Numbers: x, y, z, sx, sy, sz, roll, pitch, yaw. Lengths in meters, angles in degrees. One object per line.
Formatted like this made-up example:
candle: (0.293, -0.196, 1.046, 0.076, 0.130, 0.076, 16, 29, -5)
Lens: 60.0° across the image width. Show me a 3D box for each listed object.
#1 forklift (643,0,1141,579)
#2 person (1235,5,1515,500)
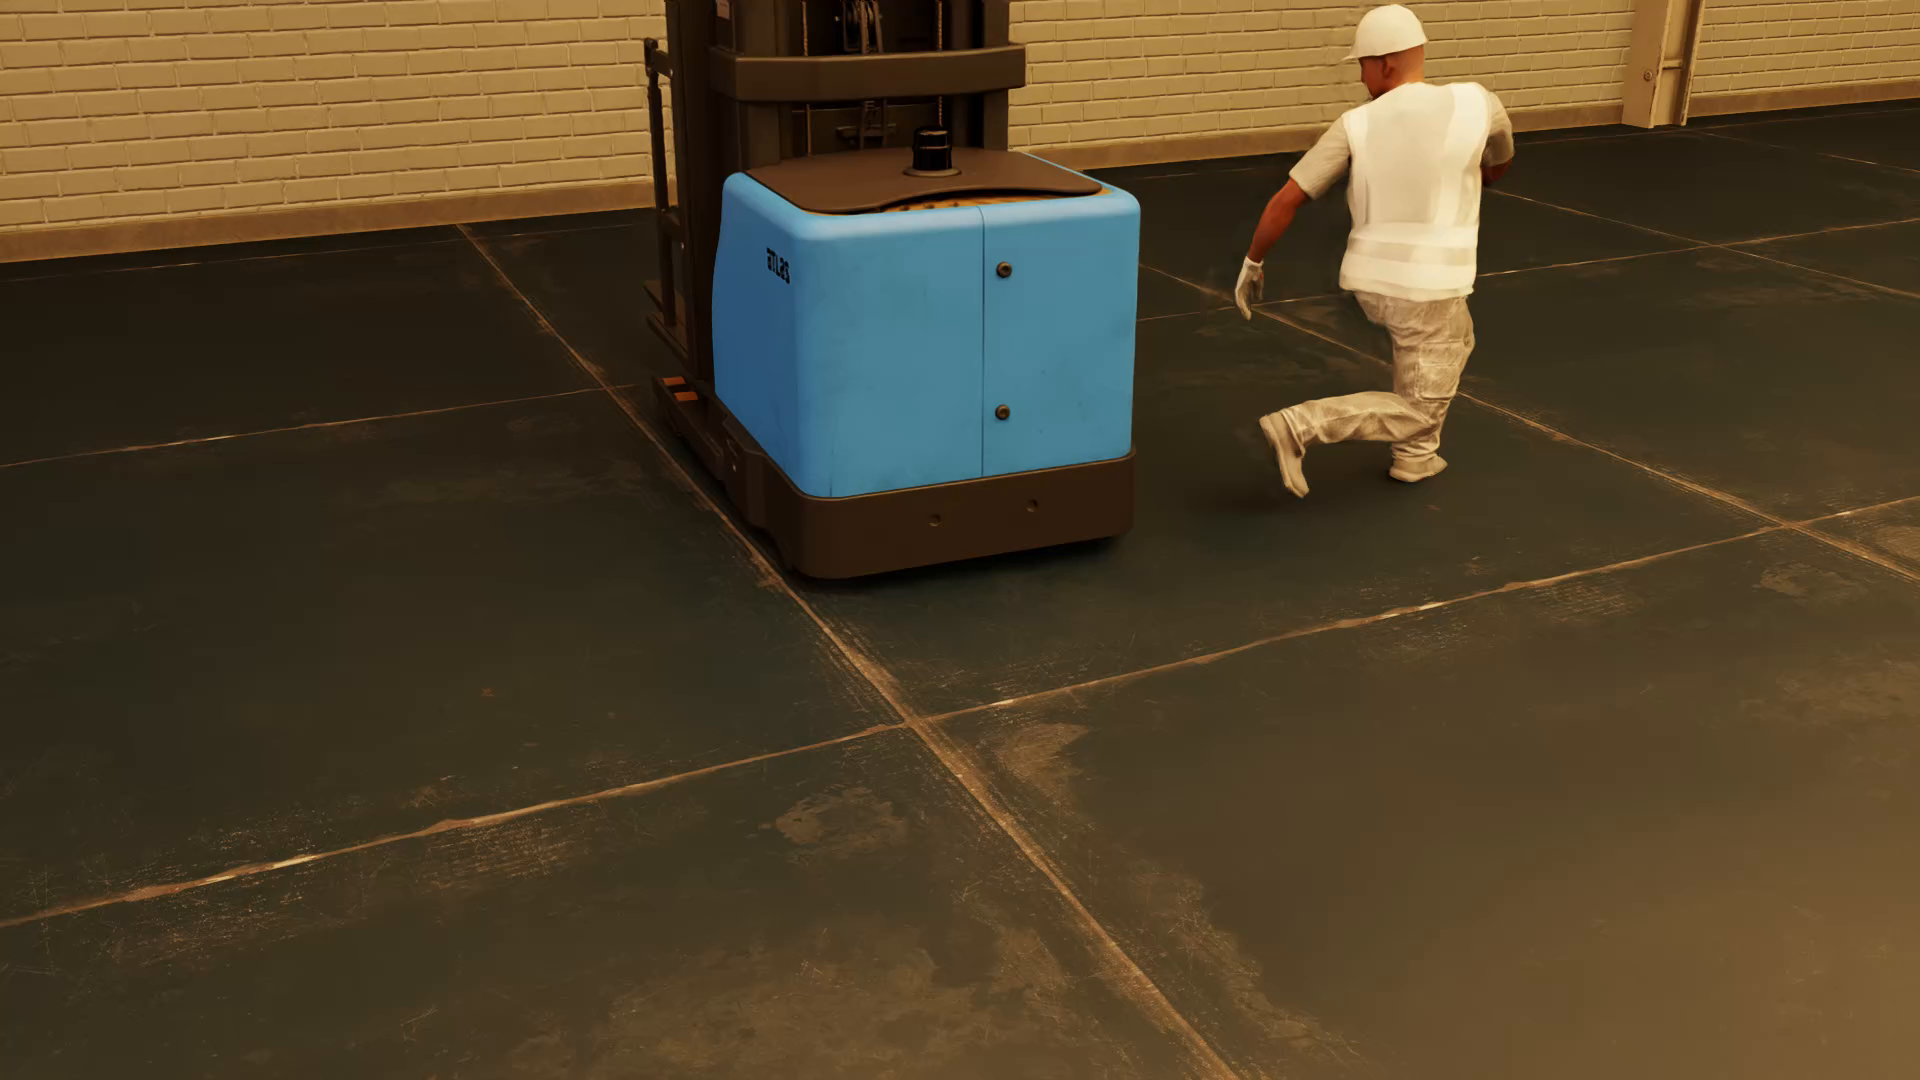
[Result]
forklift: (-0.495, -1.778, 5.565, 1.130, 2.935, 3.031, -9, 24, -20)
person: (1.332, -0.894, 5.320, 0.935, 1.549, 0.670, -17, 28, -35)
